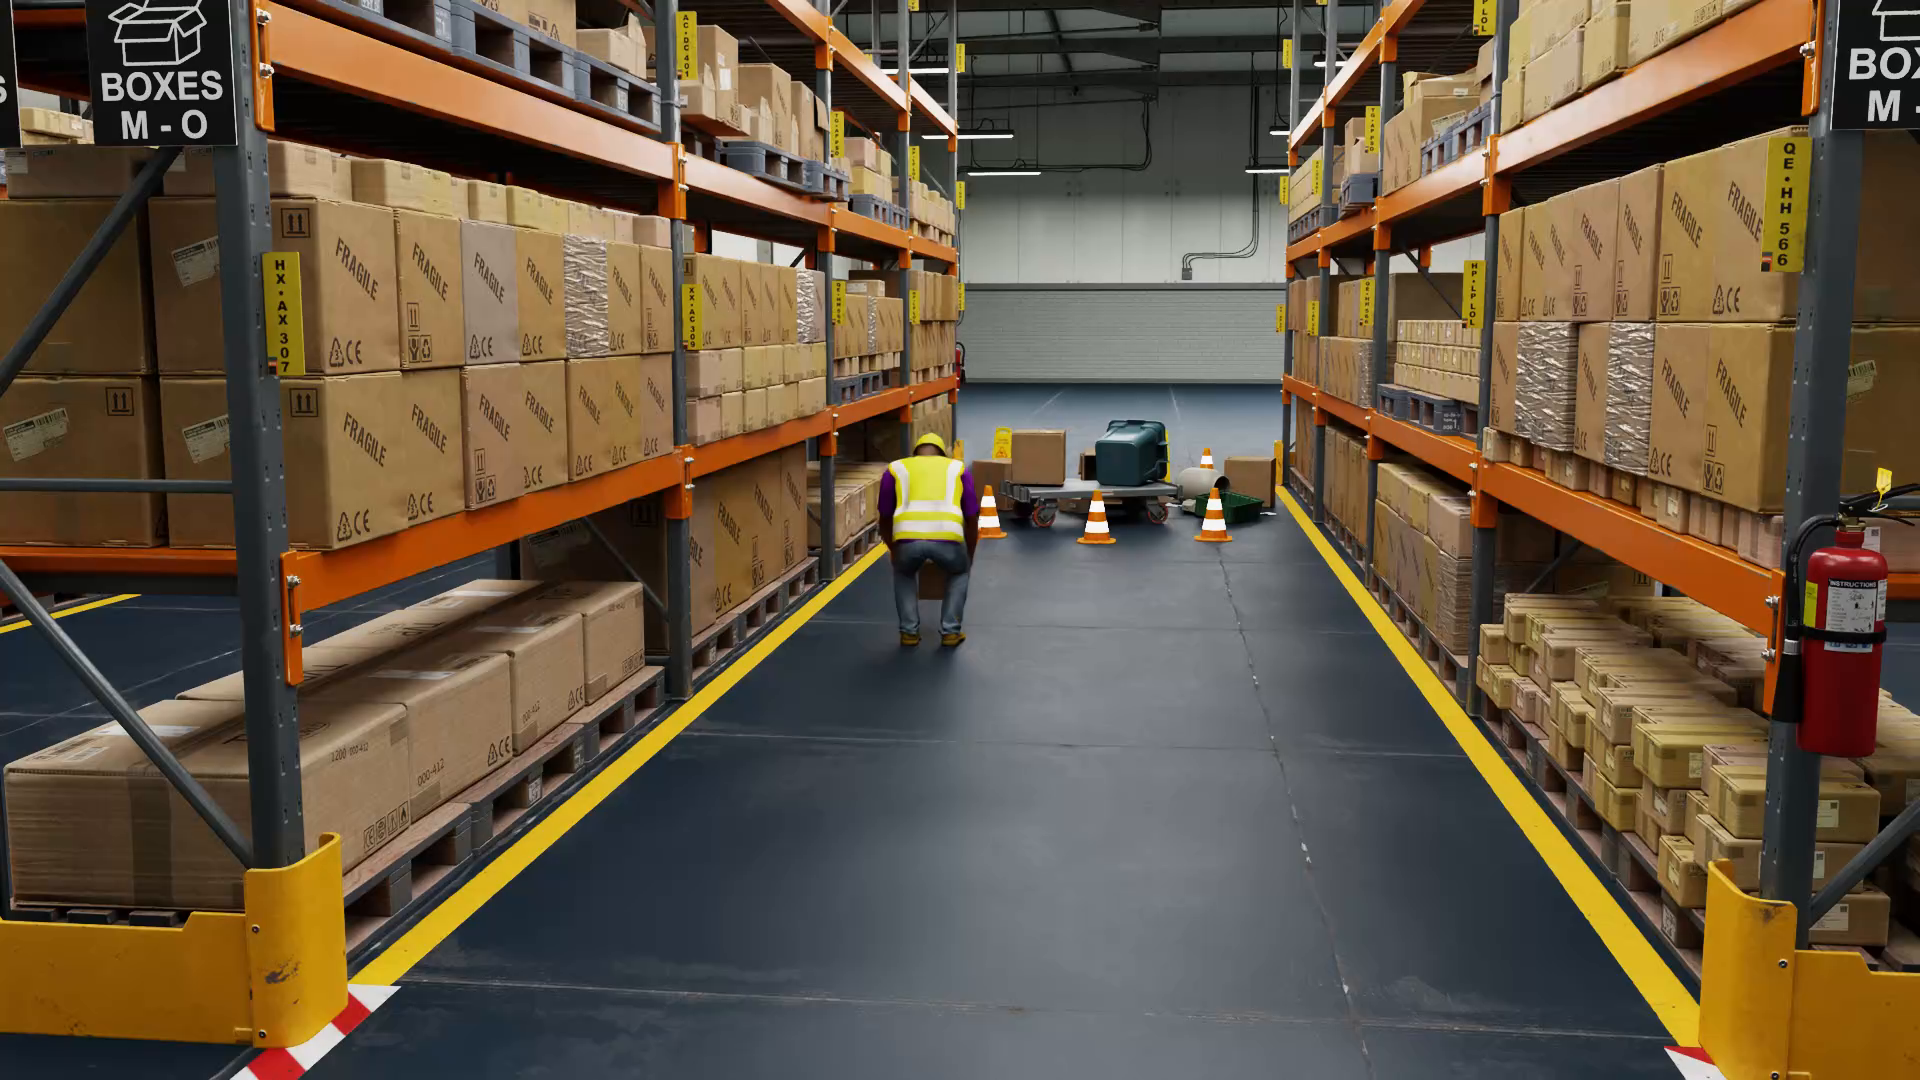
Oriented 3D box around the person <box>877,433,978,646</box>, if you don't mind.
[{"bbox_3d":[-0.212,-0.007,10.188,0.626,1.260,0.822,1,8,6],"label":"person"}]
